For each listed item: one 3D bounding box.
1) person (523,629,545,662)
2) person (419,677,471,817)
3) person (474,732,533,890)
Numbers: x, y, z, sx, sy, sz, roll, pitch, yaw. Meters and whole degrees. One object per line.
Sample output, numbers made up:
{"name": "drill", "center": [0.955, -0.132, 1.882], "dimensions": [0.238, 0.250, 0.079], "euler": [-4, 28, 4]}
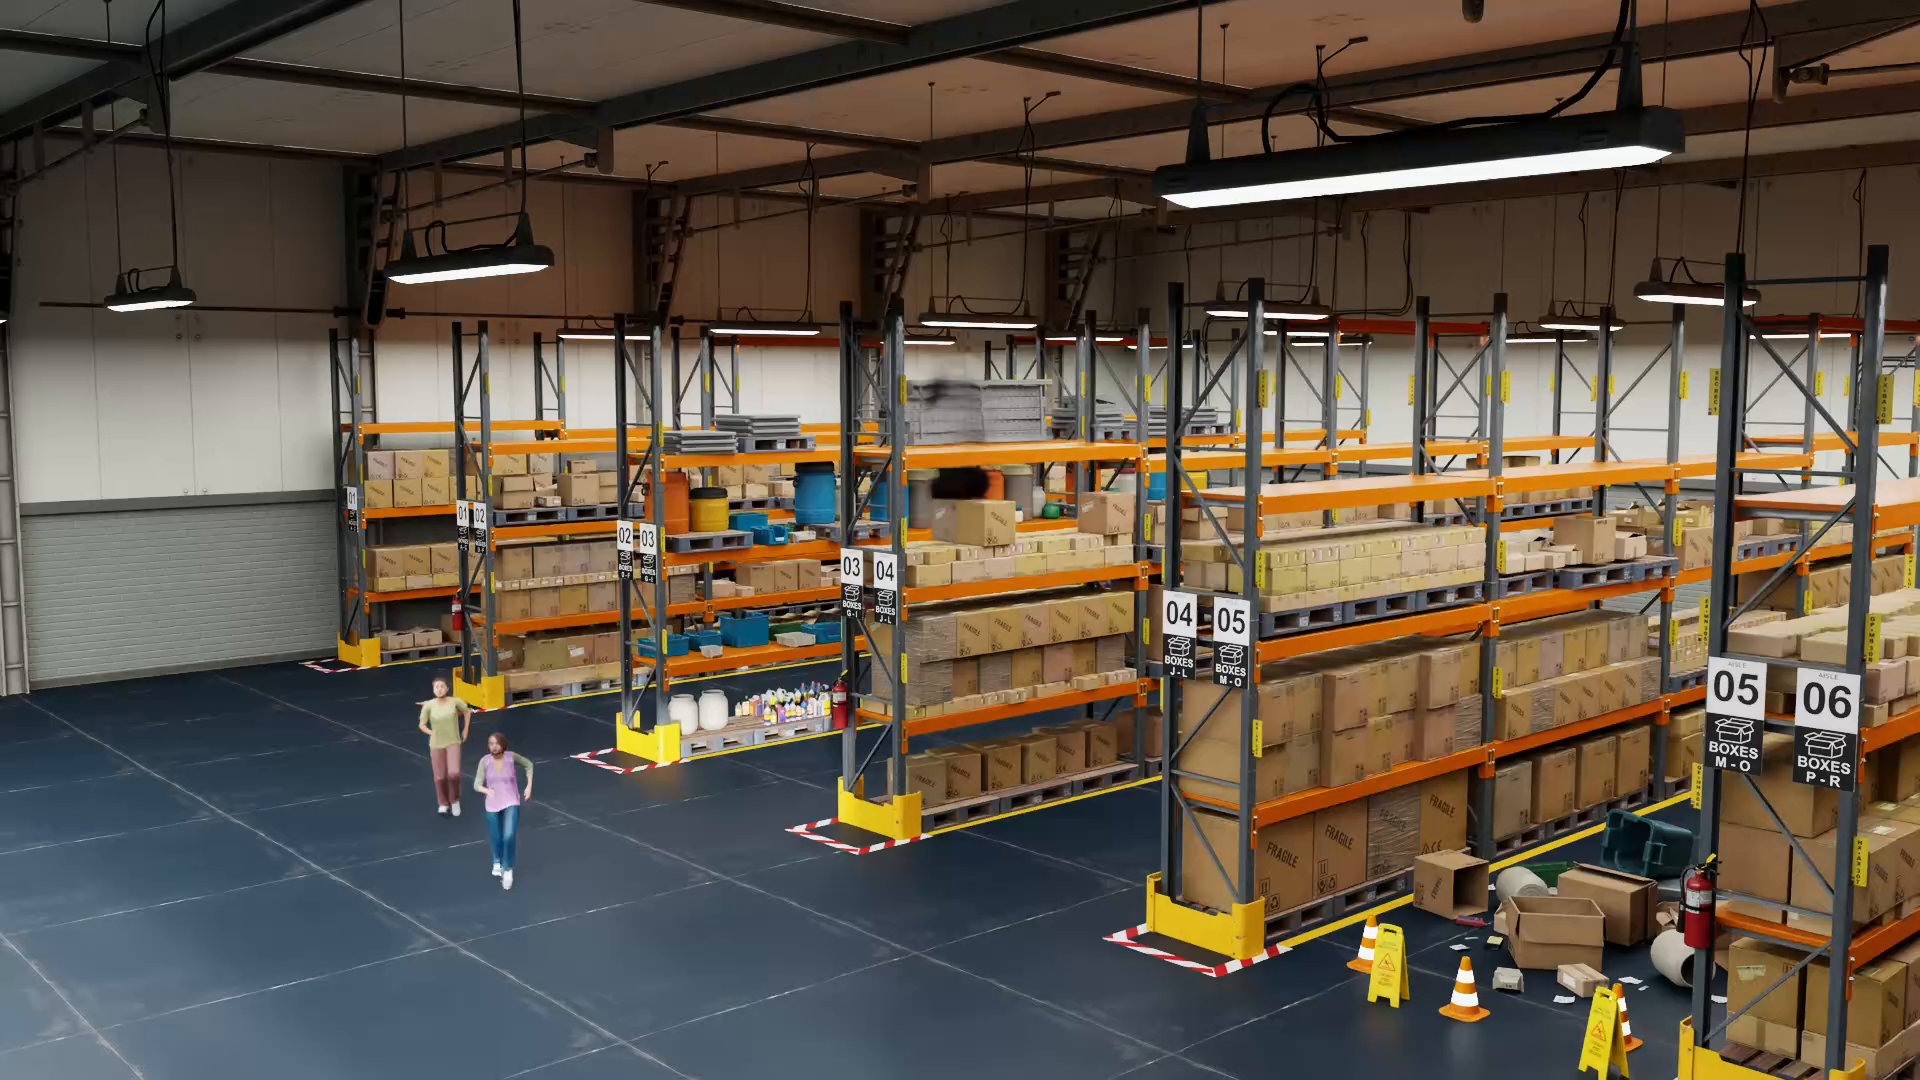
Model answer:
{"name": "person", "center": [-7.414, 1.341, 29.461], "dimensions": [0.695, 1.804, 0.983], "euler": [5, 7, 39]}
{"name": "person", "center": [-6.016, 2.415, 19.420], "dimensions": [0.572, 1.642, 0.643], "euler": [-1, 6, -13]}
{"name": "person", "center": [-4.608, 2.710, 16.788], "dimensions": [0.543, 1.590, 0.813], "euler": [-1, 6, -7]}
